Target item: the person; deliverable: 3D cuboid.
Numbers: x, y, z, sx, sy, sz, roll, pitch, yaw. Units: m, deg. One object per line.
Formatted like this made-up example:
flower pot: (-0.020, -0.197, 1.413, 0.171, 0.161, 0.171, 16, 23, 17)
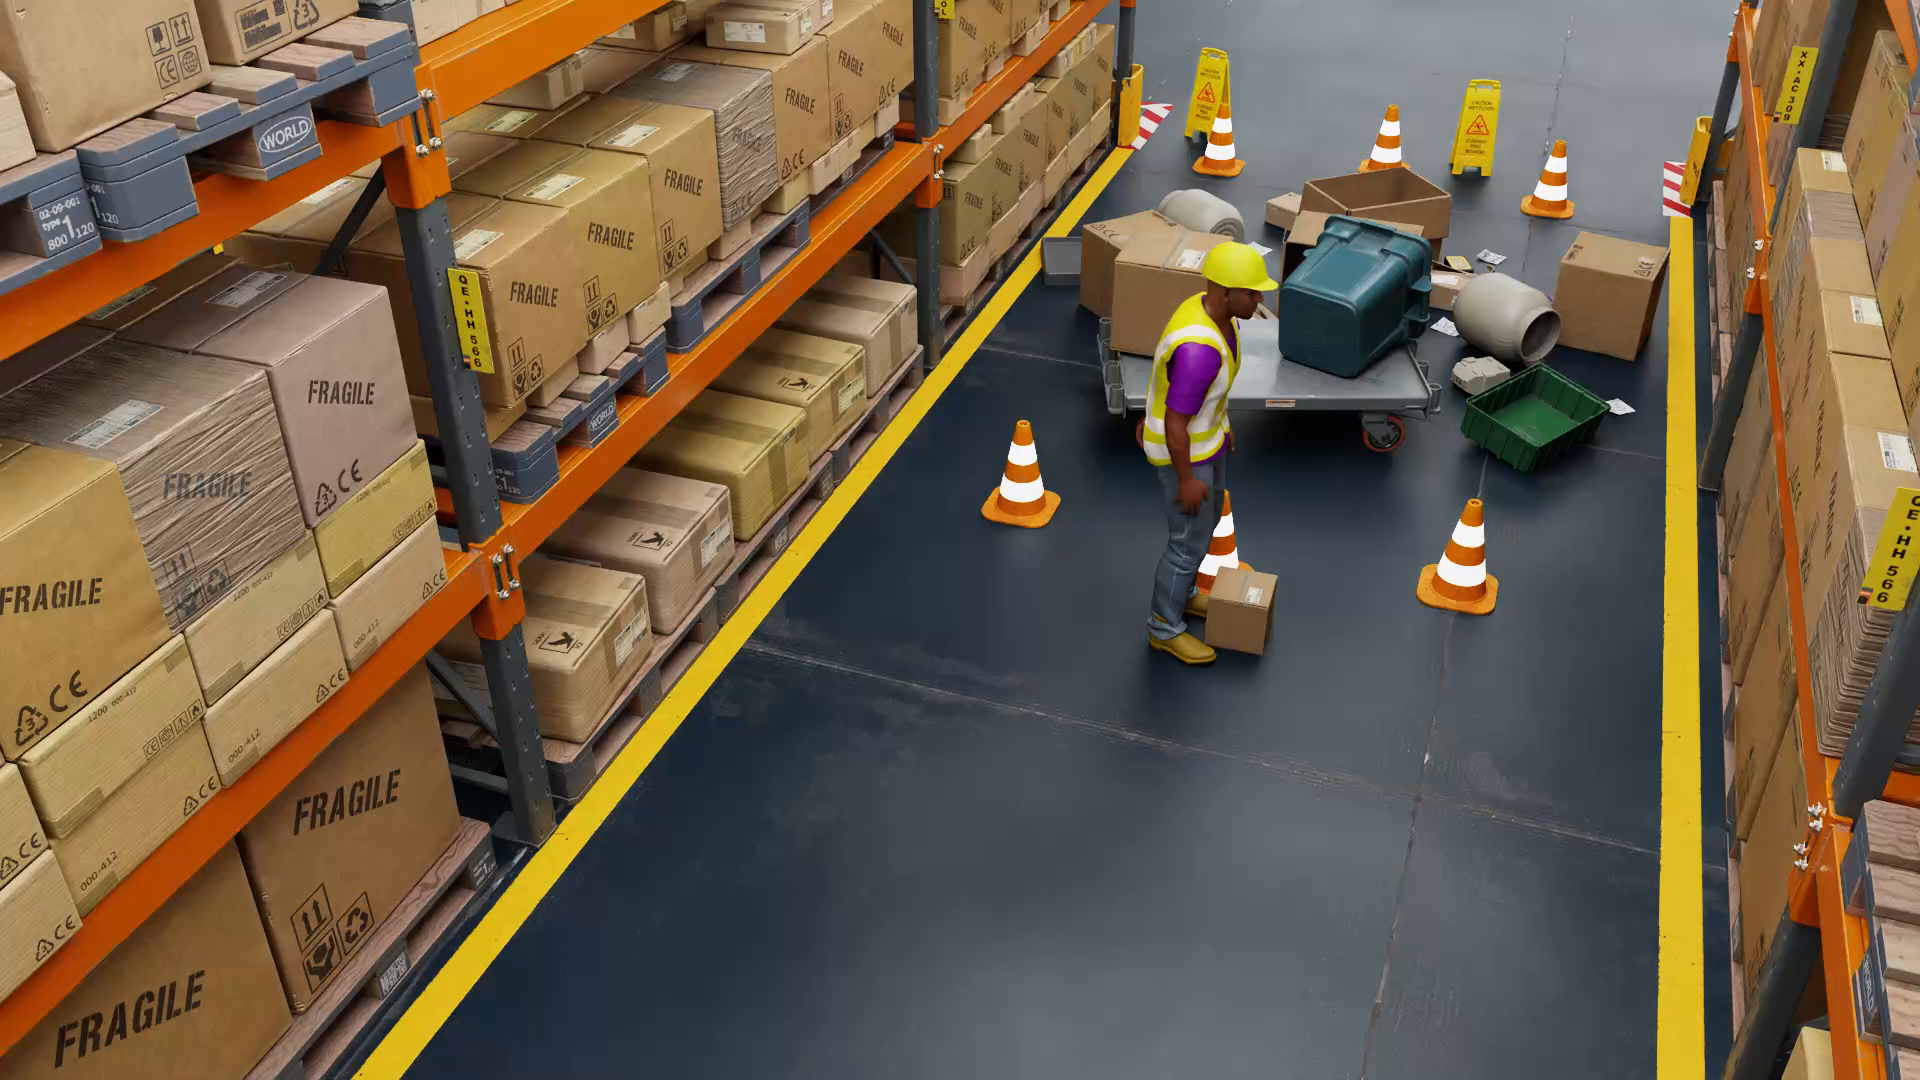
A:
person: (0.970, -0.368, 6.687, 0.457, 1.761, 0.628, 11, 35, 17)
